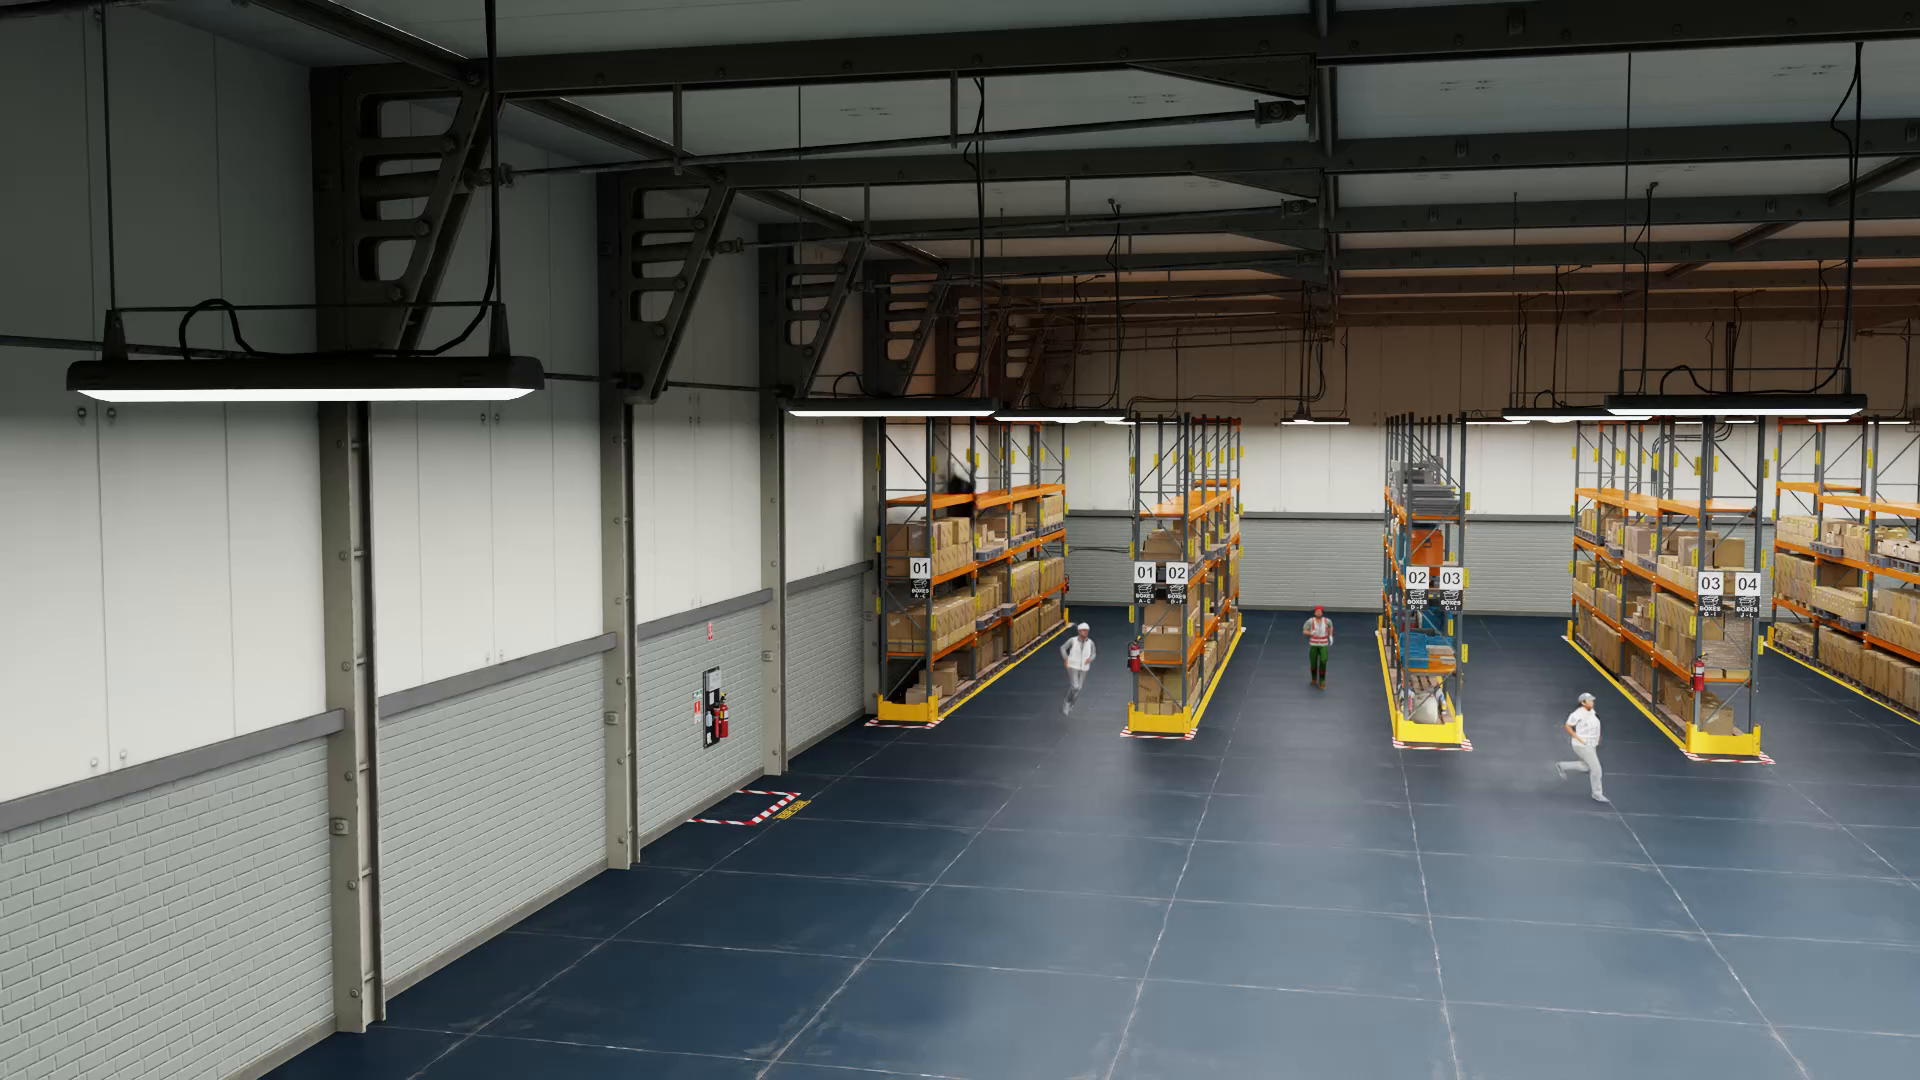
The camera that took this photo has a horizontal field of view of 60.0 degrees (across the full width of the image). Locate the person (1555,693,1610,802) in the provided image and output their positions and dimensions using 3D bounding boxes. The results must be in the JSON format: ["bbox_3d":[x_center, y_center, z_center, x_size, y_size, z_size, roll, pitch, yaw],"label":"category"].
[{"bbox_3d":[9.657,3.193,25.788,0.936,1.664,0.591,4,5,44],"label":"person"}]

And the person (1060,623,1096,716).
[{"bbox_3d":[2.270,2.461,31.743,0.667,1.753,0.649,-1,4,-15],"label":"person"}]

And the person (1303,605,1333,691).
[{"bbox_3d":[7.860,2.345,36.535,0.661,1.846,0.835,1,4,9],"label":"person"}]
